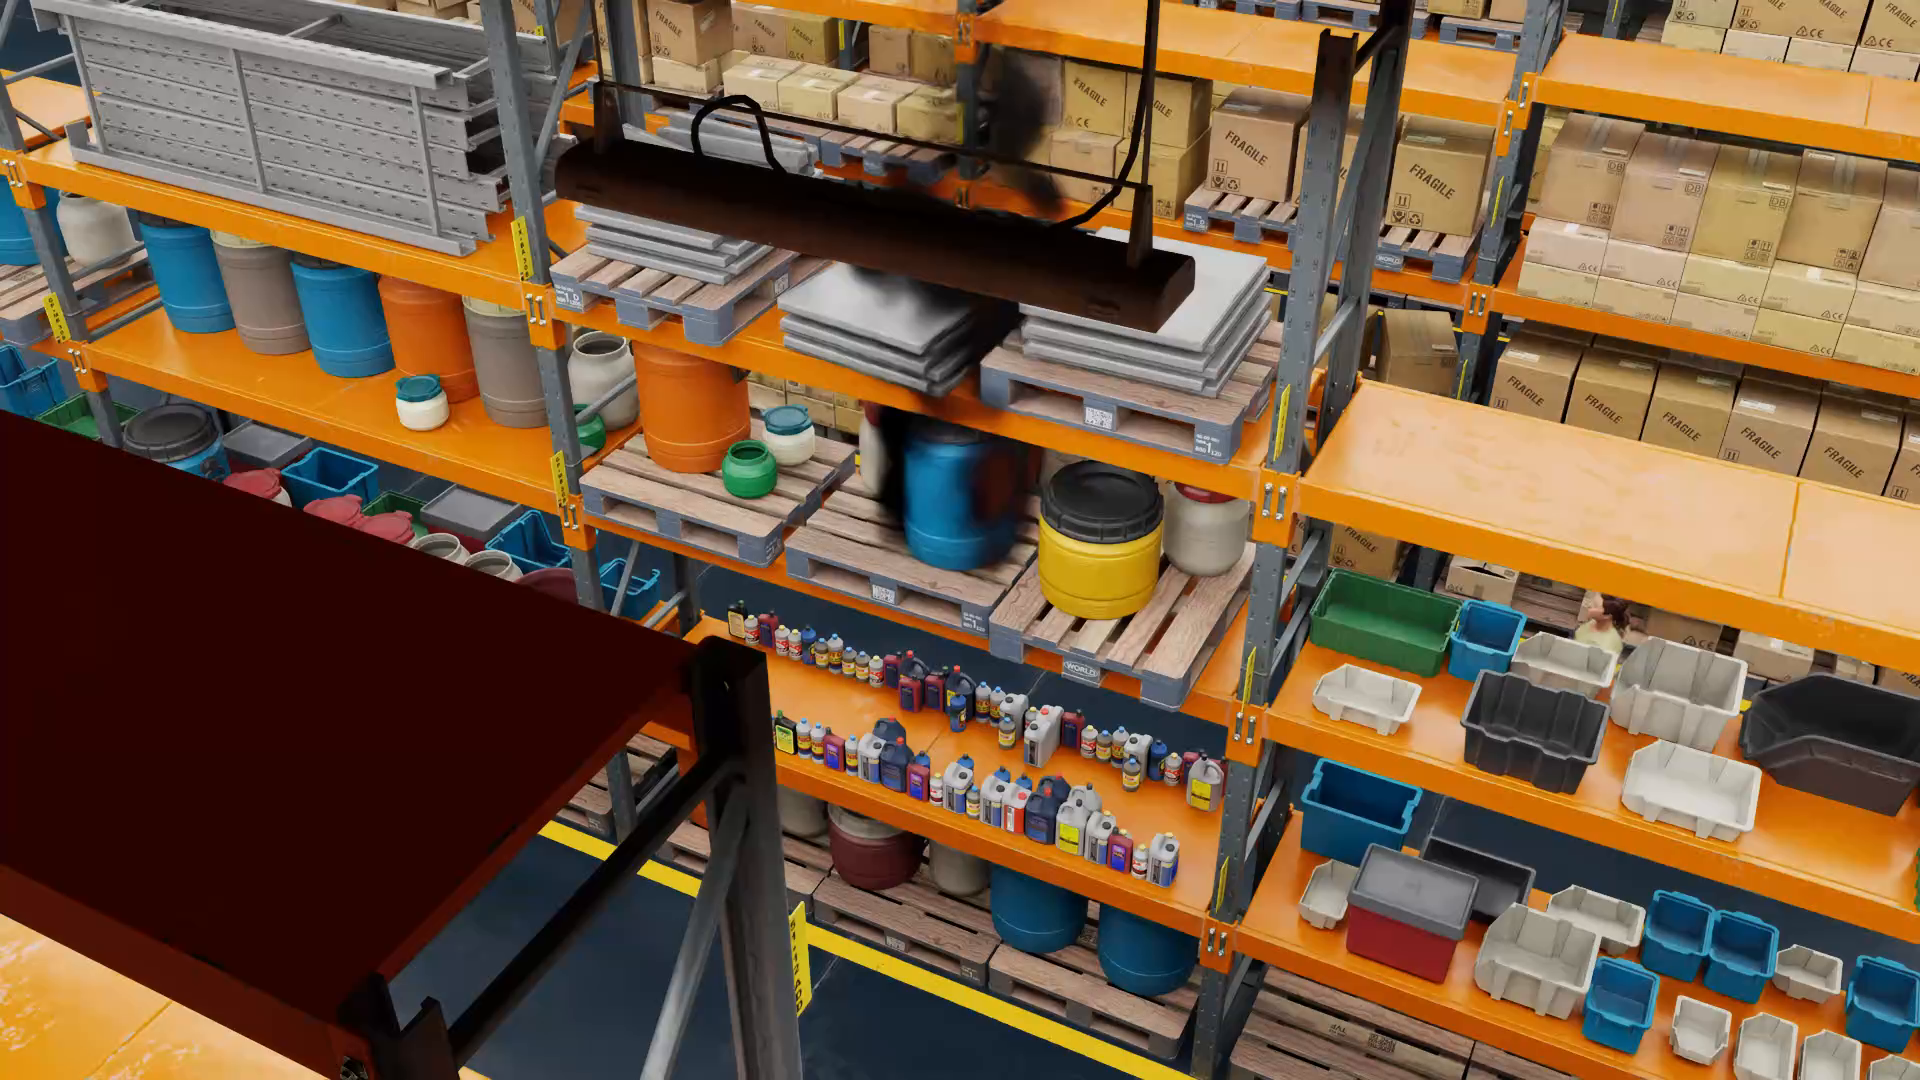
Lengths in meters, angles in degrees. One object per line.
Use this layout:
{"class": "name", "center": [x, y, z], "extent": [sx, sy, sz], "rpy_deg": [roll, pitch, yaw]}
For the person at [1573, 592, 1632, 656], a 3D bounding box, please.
{"class": "person", "center": [4.085, 0.947, 10.909], "extent": [0.594, 1.579, 0.557], "rpy_deg": [6, 35, 8]}
